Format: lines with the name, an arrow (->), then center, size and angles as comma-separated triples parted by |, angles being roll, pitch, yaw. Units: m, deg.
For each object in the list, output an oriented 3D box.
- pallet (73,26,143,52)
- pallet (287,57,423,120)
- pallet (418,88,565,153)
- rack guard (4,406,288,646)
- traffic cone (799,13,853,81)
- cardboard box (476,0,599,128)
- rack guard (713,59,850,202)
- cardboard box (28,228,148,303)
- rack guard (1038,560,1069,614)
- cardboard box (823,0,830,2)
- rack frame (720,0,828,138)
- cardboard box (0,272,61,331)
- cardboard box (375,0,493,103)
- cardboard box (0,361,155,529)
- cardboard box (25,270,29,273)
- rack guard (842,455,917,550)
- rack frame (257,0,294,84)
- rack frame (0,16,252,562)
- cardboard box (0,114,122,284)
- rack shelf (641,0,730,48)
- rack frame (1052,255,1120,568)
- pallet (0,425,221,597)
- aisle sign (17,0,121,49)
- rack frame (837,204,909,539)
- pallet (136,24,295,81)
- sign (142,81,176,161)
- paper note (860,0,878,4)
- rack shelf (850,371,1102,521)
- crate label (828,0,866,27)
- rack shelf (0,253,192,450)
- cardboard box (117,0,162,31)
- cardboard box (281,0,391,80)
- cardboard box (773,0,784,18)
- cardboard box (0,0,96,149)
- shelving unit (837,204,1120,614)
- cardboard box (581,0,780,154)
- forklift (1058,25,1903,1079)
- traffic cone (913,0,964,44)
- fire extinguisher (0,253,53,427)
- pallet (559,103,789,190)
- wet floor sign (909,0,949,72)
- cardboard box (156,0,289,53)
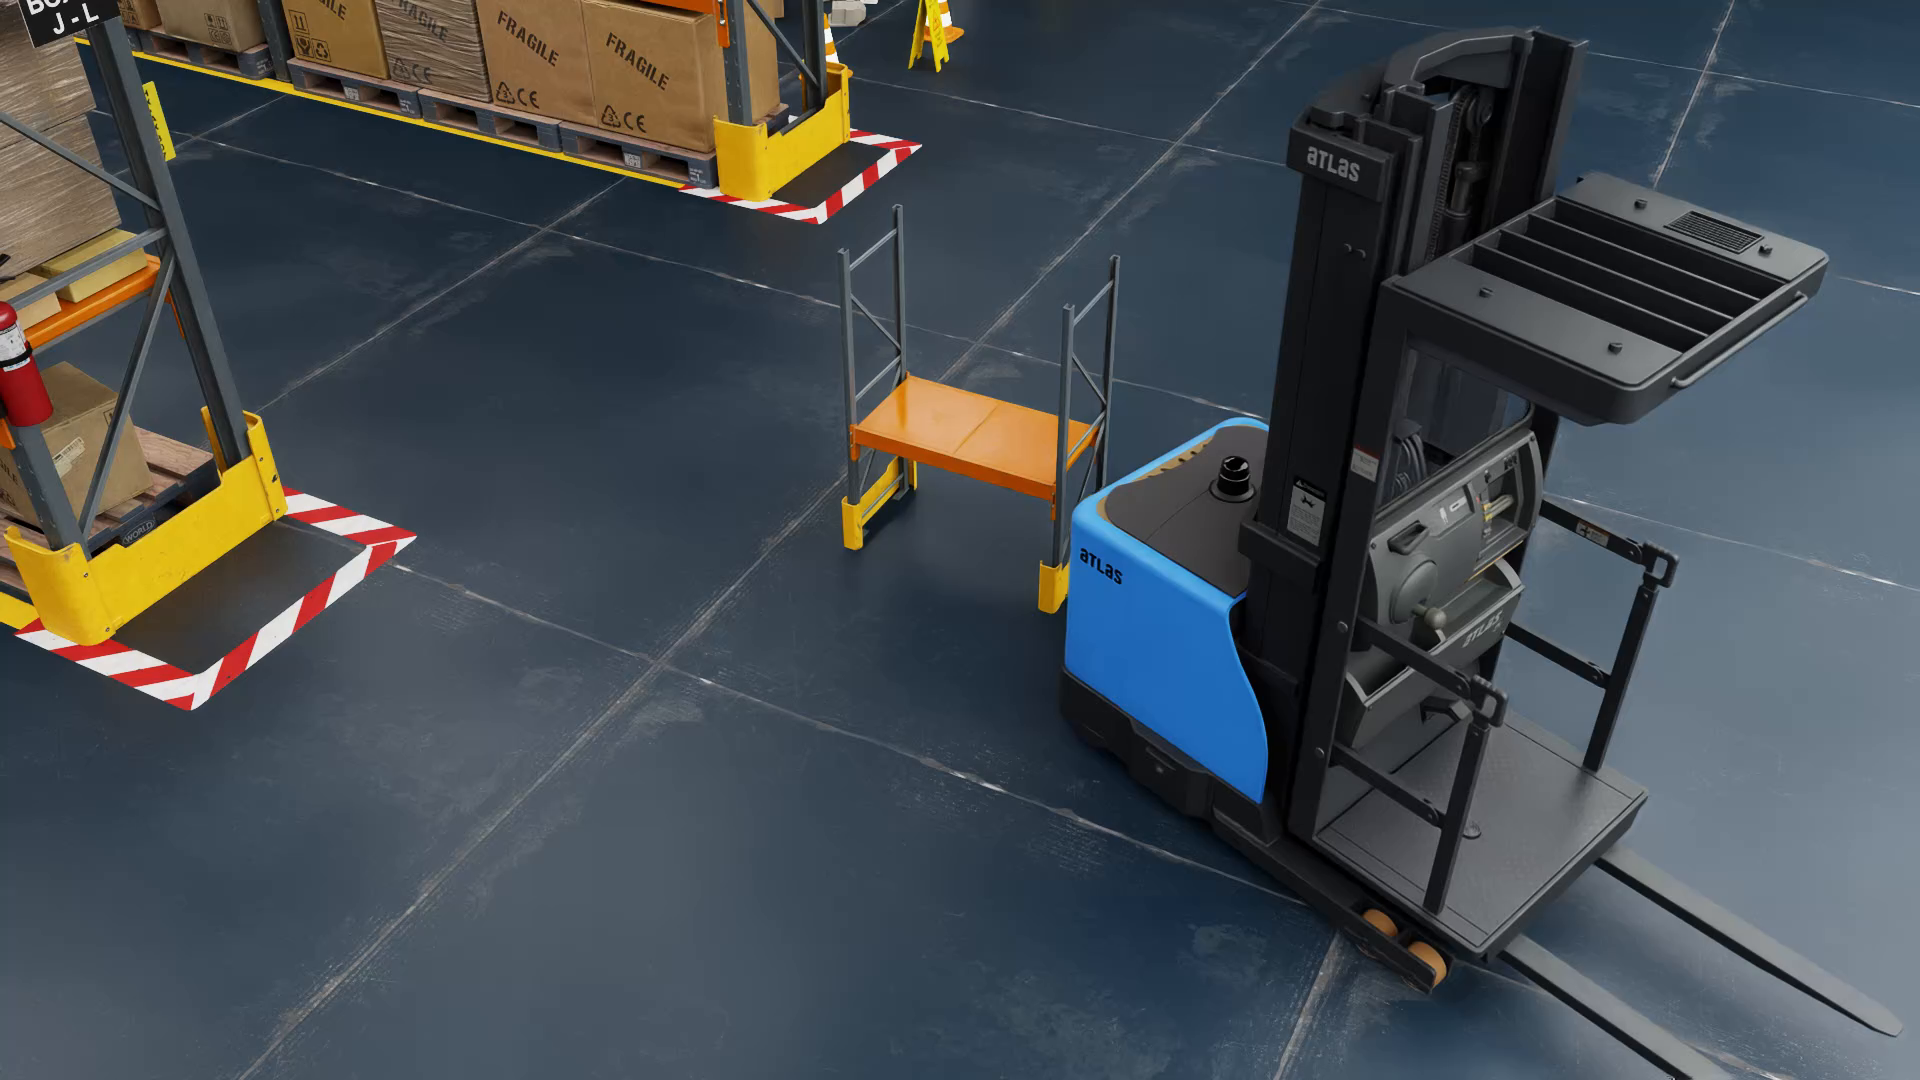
pallet -> -6.529, -4.214, 13.127 | 1.213, 0.211, 1.003 | 17, 41, 21
pallet -> -4.082, -3.448, 12.118 | 1.213, 0.211, 1.003 | 17, 41, 21
pallet -> -2.995, -3.109, 11.672 | 1.213, 0.211, 1.003 | 17, 41, 21
rack guard -> -3.608, -0.090, 7.456 | 0.348, 0.500, 1.175 | 17, 41, 21
traffic cone -> -0.988, -3.599, 12.109 | 0.334, 0.463, 0.336 | 17, 41, 21
cardboard box -> -2.584, -3.417, 11.181 | 0.875, 0.875, 0.875 | 17, 40, 21
rack guard -> -1.148, -2.698, 10.890 | 0.348, 0.500, 1.175 | 17, 41, 21
cardboard box -> -3.684, -1.172, 7.021 | 0.250, 0.149, 0.380 | 17, 41, 21
rack guard -> 0.510, 0.060, 7.464 | 0.087, 0.250, 0.587 | 17, 41, 21
cardboard box -> -1.075, -4.530, 13.594 | 0.380, 0.149, 0.250 | -21, 42, -25
rack frame -> -1.169, -3.700, 10.143 | 0.127, 3.000, 1.000 | 17, 41, 21
cardboard box -> -3.888, -0.933, 6.706 | 0.250, 0.149, 0.380 | 17, 41, 21
cardboard box -> -3.393, -3.672, 11.517 | 0.875, 0.875, 0.875 | 18, 41, 22
cardboard box -> -4.087, -0.419, 7.541 | 0.500, 0.500, 0.500 | 25, 44, 29
cardboard box -> -3.897, -1.252, 7.126 | 0.250, 0.149, 0.380 | 17, 41, 21
rack guard -> -0.375, -0.217, 7.829 | 0.087, 0.250, 0.587 | 17, 41, 21
rack frame -> -4.721, -4.812, 11.608 | 0.127, 3.000, 1.000 | 17, 41, 21
rack frame -> -3.540, -1.065, 6.672 | 0.127, 3.000, 1.000 | 17, 41, 21
cardboard box -> -4.016, -1.391, 6.773 | 0.500, 0.500, 0.875 | 17, 41, 21
rack shelf -> -2.945, -3.969, 11.093 | 4.000, 0.370, 1.077 | 17, 41, 21
rack frame -> 0.527, -0.432, 7.079 | 0.032, 1.500, 0.500 | 17, 41, 21
pallet -> -4.313, -0.220, 7.866 | 1.213, 0.211, 1.003 | 17, 41, 21
aisle sign -> -3.347, -2.244, 6.076 | 0.004, 0.787, 0.394 | 17, 41, 21
rack frame -> -0.376, -0.715, 7.451 | 0.032, 1.500, 0.500 | 17, 41, 21
pallet -> -5.441, -3.875, 12.681 | 1.213, 0.211, 1.003 | 17, 41, 21
sign -> -3.291, -1.701, 6.794 | 0.005, 0.325, 0.100 | 17, 41, 21
paper note -> -0.737, -4.397, 13.517 | 0.142, 0.019, 0.148 | 4, 37, 6
rack shelf -> 0.076, -0.430, 7.374 | 1.000, 0.185, 0.538 | 17, 41, 21
crate label -> -0.893, -4.167, 13.126 | 0.298, 0.136, 0.250 | -2, 37, -2
rack shelf -> -5.316, -1.335, 7.622 | 4.000, 0.370, 1.077 | 17, 41, 21
cardboard box -> -6.169, -4.478, 12.681 | 0.750, 0.750, 1.050 | 17, 41, 21
cardboard box -> -4.195, -3.921, 11.844 | 0.875, 0.875, 0.875 | 18, 41, 22
cardboard box -> -1.707, -4.520, 13.289 | 0.637, 0.503, 0.797 | -8, 38, -10
cardboard box -> -3.903, -1.921, 6.644 | 0.500, 0.500, 0.500 | 17, 41, 21
shelving unit -> 0.068, -0.576, 7.269 | 1.083, 1.500, 0.587 | 17, 41, 21
cardboard box -> -1.802, -3.174, 10.860 | 0.875, 0.875, 0.875 | 18, 41, 22
forklift -> 1.761, 0.028, 5.289 | 1.130, 2.935, 3.031 | -29, 46, -32
traffic cone -> -0.166, -4.112, 12.784 | 0.334, 0.463, 0.336 | 17, 41, 21
fire extinguisher -> -3.650, -0.755, 6.328 | 0.183, 0.674, 0.296 | 17, 41, 21
pallet -> -1.915, -2.769, 11.224 | 1.213, 0.211, 1.003 | 17, 41, 21
wet floor sign -> -0.233, -3.817, 12.245 | 0.232, 0.644, 0.267 | 11, 38, 14
cardboard box -> -5.314, -4.208, 12.325 | 0.750, 0.750, 1.050 | 17, 40, 21
